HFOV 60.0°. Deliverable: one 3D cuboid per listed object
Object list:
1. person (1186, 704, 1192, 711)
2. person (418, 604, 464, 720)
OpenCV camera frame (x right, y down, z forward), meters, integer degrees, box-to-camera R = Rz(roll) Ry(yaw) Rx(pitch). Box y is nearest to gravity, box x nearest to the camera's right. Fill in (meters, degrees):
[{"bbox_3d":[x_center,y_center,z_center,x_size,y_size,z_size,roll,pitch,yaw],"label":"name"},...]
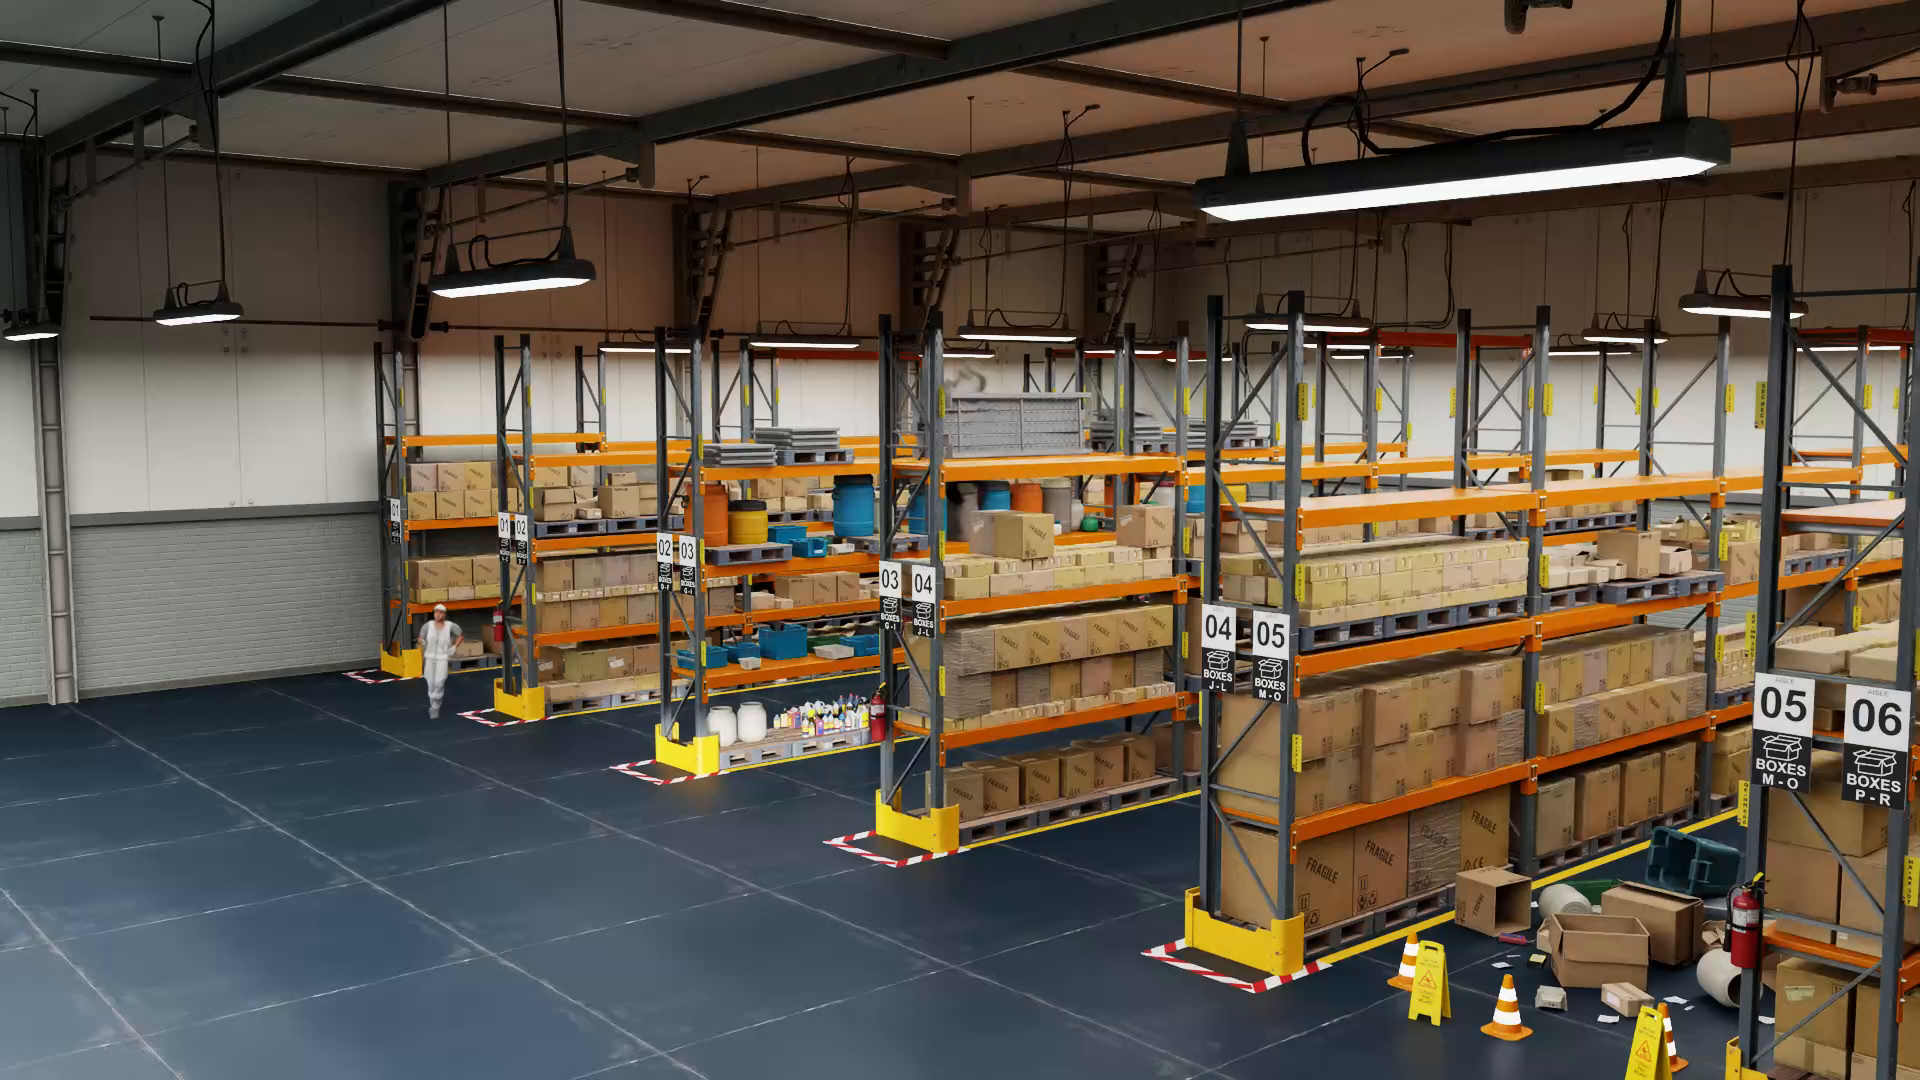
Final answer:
[{"bbox_3d":[3.709,1.730,25.512,0.734,1.772,0.584,-5,7,-44],"label":"person"},{"bbox_3d":[-8.185,1.912,26.139,0.652,1.822,0.731,0,5,-1],"label":"person"}]
